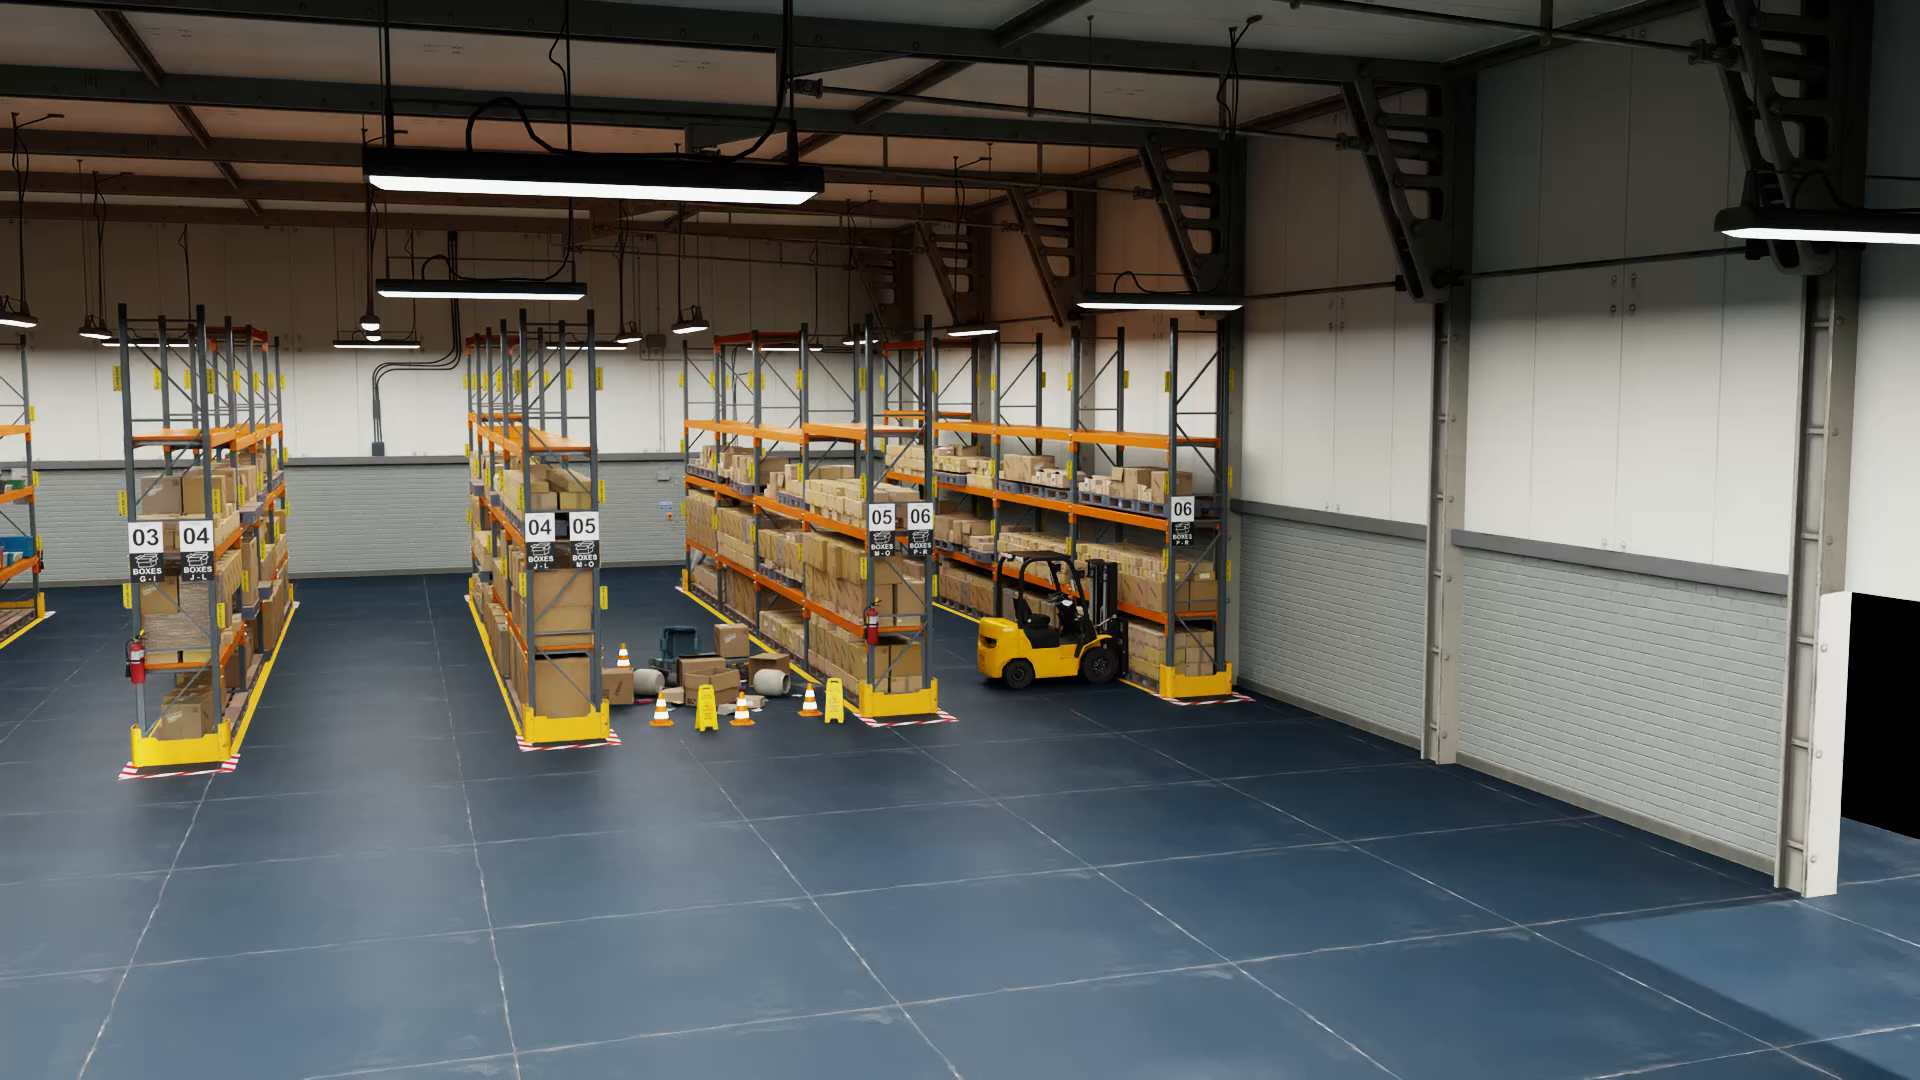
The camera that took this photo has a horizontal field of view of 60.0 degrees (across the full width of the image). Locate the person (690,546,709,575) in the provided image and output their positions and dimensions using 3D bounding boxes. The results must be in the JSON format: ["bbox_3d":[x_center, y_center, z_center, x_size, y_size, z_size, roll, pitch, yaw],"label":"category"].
[{"bbox_3d":[-6.549,0.193,41.683,1.037,1.727,0.567,-5,7,-42],"label":"person"}]
